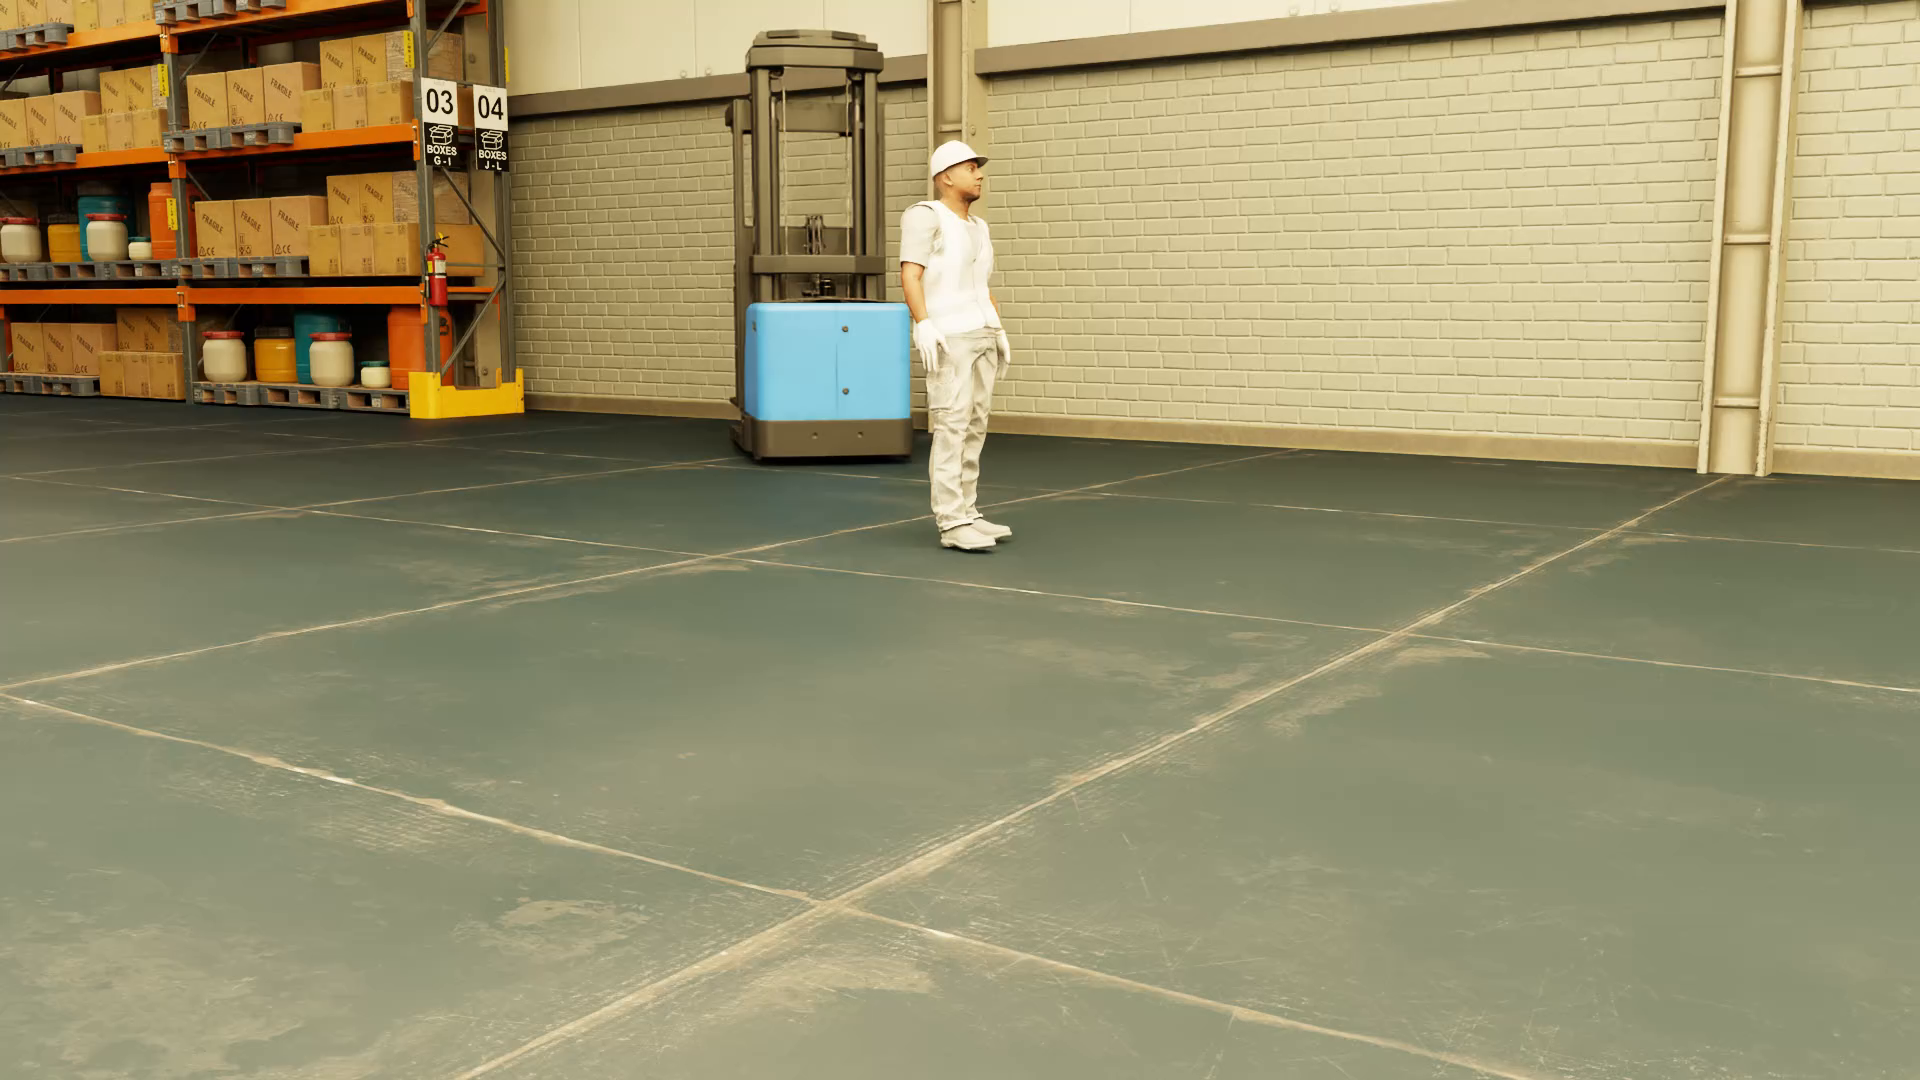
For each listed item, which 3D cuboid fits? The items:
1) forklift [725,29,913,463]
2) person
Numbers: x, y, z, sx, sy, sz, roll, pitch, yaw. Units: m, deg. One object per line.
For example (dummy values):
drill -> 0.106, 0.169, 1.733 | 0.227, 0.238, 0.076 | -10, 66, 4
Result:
forklift -> -1.134, -2.143, 12.261 | 1.130, 2.935, 3.031 | -2, 8, -12
person -> 0.055, -0.883, 7.430 | 0.577, 1.781, 0.656 | 5, 10, 34
